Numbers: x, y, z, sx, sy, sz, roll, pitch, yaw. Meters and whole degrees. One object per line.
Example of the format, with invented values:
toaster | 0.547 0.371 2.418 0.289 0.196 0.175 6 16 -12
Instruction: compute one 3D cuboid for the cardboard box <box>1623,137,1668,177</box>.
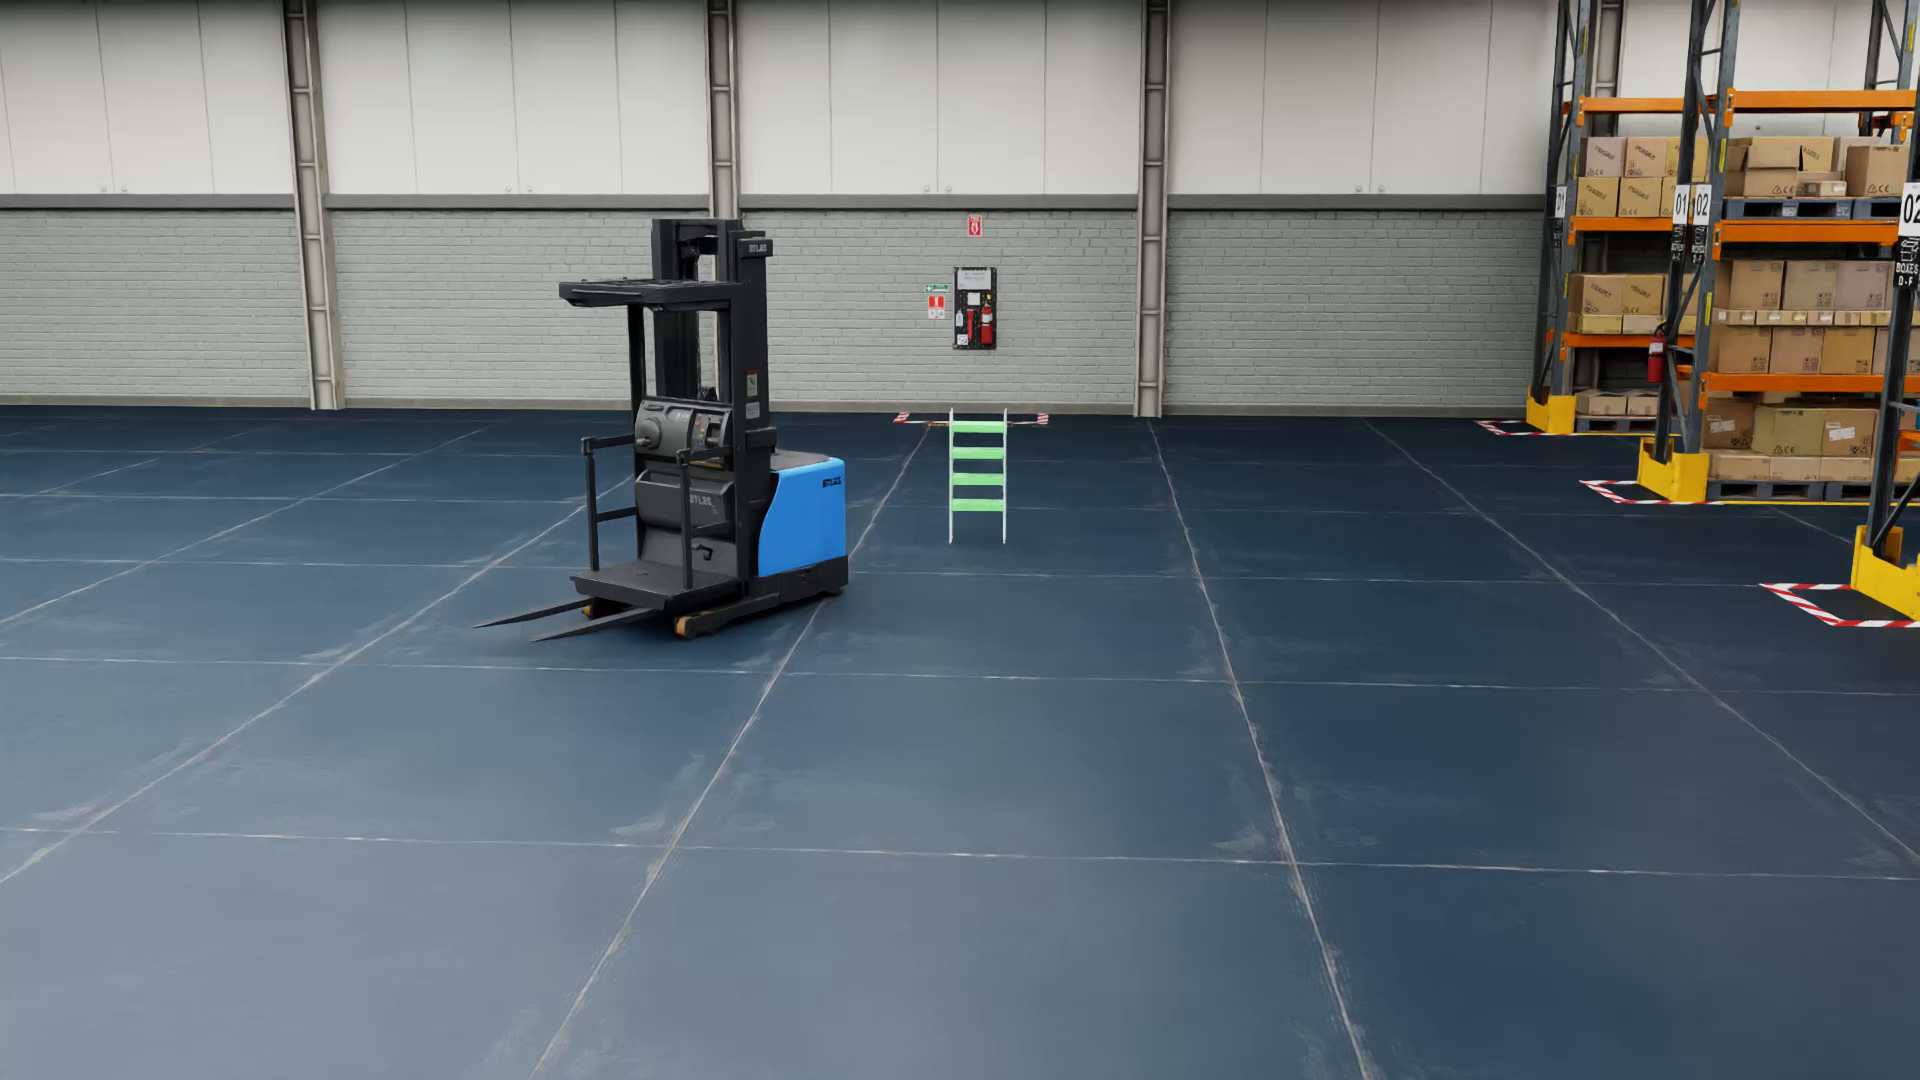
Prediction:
cardboard box | 8.768 -4.934 21.449 0.500 0.500 0.500 1 12 3

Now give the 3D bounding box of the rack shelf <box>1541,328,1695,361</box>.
rack shelf | 9.899 -2.610 22.159 4.000 0.370 1.077 1 12 4

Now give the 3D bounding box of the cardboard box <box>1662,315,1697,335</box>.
cardboard box | 9.396 -2.842 21.828 0.500 0.250 0.500 1 12 3

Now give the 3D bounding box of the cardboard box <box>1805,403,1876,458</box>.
cardboard box | 9.095 -1.141 17.236 0.500 0.500 0.500 1 12 4

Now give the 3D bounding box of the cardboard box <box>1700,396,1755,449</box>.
cardboard box | 8.131 -1.258 17.795 0.500 0.500 0.500 1 12 4

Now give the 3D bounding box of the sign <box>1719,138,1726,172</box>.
sign | 7.533 -3.799 16.431 0.005 0.325 0.100 1 12 4

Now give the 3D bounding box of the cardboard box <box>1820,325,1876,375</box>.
cardboard box | 9.060 -2.003 17.256 0.500 0.500 0.700 1 12 4

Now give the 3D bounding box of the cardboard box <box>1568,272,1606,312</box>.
cardboard box | 8.388 -3.330 22.329 0.500 0.500 0.500 1 12 3

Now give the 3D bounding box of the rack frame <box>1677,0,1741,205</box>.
rack frame | 7.576 -4.914 16.763 0.127 3.000 1.000 1 12 4

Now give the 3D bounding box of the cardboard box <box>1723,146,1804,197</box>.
cardboard box | 8.149 -3.762 16.961 0.637 0.503 0.797 2 12 8

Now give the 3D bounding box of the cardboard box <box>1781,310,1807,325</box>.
cardboard box | 8.465 -2.288 17.033 0.250 0.149 0.380 1 12 4

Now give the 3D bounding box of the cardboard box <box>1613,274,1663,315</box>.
cardboard box | 8.852 -3.216 21.785 0.500 0.500 0.500 1 12 4

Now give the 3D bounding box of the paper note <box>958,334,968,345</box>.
paper note | 0.037 -2.866 23.775 0.142 0.148 0.016 1 12 4

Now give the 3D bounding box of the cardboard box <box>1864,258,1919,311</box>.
cardboard box | 9.621 -2.632 17.094 0.500 0.500 0.700 1 12 4

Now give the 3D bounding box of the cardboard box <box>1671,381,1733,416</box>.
cardboard box | 9.885 -1.925 22.159 0.500 0.500 0.700 0 12 0

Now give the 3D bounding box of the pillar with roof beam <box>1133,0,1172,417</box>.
pillar with roof beam | 2.385 -5.296 18.588 0.400 9.000 9.100 1 12 4

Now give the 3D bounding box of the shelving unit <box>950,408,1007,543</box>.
shelving unit | 0.165 -0.585 15.116 0.503 1.200 0.258 1 12 4

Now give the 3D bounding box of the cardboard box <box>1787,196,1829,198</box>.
cardboard box | 10.870 -4.428 21.472 0.500 0.500 0.500 0 12 -1

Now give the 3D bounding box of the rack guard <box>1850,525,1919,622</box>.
rack guard | 7.320 0.249 12.837 0.348 0.500 1.175 1 12 4

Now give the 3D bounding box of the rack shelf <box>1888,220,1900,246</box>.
rack shelf | 13.890 -4.024 21.590 4.000 0.370 1.077 1 12 4

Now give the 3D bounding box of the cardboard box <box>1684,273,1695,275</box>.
cardboard box | 9.908 -3.308 22.224 0.500 0.500 0.500 1 12 5

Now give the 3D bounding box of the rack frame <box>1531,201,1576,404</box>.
rack frame | 7.903 -2.990 22.216 0.127 3.000 1.000 1 12 4

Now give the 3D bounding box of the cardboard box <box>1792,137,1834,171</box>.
cardboard box | 10.826 -4.908 21.326 0.500 0.500 0.500 1 12 7

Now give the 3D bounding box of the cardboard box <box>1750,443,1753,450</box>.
cardboard box | 8.630 -0.886 17.849 0.500 0.250 0.500 1 12 4

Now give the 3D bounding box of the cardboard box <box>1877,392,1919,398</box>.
cardboard box | 12.630 -1.920 22.133 0.500 0.500 0.700 1 12 6

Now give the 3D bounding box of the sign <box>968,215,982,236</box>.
sign | 0.208 -4.436 23.466 0.199 0.298 0.001 1 12 4

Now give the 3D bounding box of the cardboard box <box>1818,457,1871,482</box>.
cardboard box | 9.094 -0.771 17.301 0.500 0.250 0.500 1 12 4

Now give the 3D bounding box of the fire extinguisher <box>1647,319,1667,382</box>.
fire extinguisher | 7.489 -2.036 17.847 0.183 0.674 0.296 1 12 4

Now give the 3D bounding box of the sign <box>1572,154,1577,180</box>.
sign | 7.867 -4.775 21.289 0.005 0.325 0.100 1 12 4

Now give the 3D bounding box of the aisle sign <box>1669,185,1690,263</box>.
aisle sign | 7.530 -3.311 17.402 0.004 0.787 0.394 1 12 4

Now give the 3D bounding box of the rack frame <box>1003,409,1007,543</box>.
rack frame | 0.409 -0.582 15.100 0.015 1.200 0.240 1 12 4

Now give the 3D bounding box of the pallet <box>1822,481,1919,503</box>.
pallet | 9.556 -0.594 17.571 1.213 0.211 1.003 1 12 4

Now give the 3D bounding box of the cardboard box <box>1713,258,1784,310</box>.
cardboard box | 8.093 -2.652 17.188 0.500 0.500 0.700 1 12 4

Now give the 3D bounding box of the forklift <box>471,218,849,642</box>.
forklift | -2.172 -0.839 12.103 1.130 2.935 3.031 9 15 36

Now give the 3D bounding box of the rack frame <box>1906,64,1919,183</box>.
rack frame | 7.241 -3.902 11.926 0.127 3.000 1.000 1 12 4

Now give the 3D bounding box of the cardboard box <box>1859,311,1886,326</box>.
cardboard box | 9.238 -2.277 16.983 0.250 0.149 0.380 1 12 3

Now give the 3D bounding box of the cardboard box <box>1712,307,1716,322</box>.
cardboard box | 7.970 -2.378 17.462 0.250 0.149 0.380 1 12 3

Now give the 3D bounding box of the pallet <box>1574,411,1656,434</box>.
pallet | 8.787 -1.605 22.409 1.213 0.211 1.003 1 12 4

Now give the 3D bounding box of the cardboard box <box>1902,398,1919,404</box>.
cardboard box | 10.127 -1.233 17.679 0.500 0.500 0.500 1 12 4

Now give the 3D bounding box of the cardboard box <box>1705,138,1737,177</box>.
cardboard box | 9.888 -5.029 21.902 0.500 0.500 0.500 1 12 4

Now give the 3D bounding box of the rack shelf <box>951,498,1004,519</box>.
rack shelf | 0.165 -0.288 15.179 0.480 0.148 0.258 1 12 4

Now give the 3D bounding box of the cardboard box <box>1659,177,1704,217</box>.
cardboard box | 9.272 -4.440 21.530 0.500 0.500 0.500 1 12 6

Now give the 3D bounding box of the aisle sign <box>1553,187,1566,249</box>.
aisle sign | 7.811 -4.202 21.661 0.004 0.787 0.394 1 12 4

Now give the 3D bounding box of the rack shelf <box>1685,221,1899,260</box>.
rack shelf | 9.571 -3.066 17.013 4.000 0.370 1.077 1 12 4
